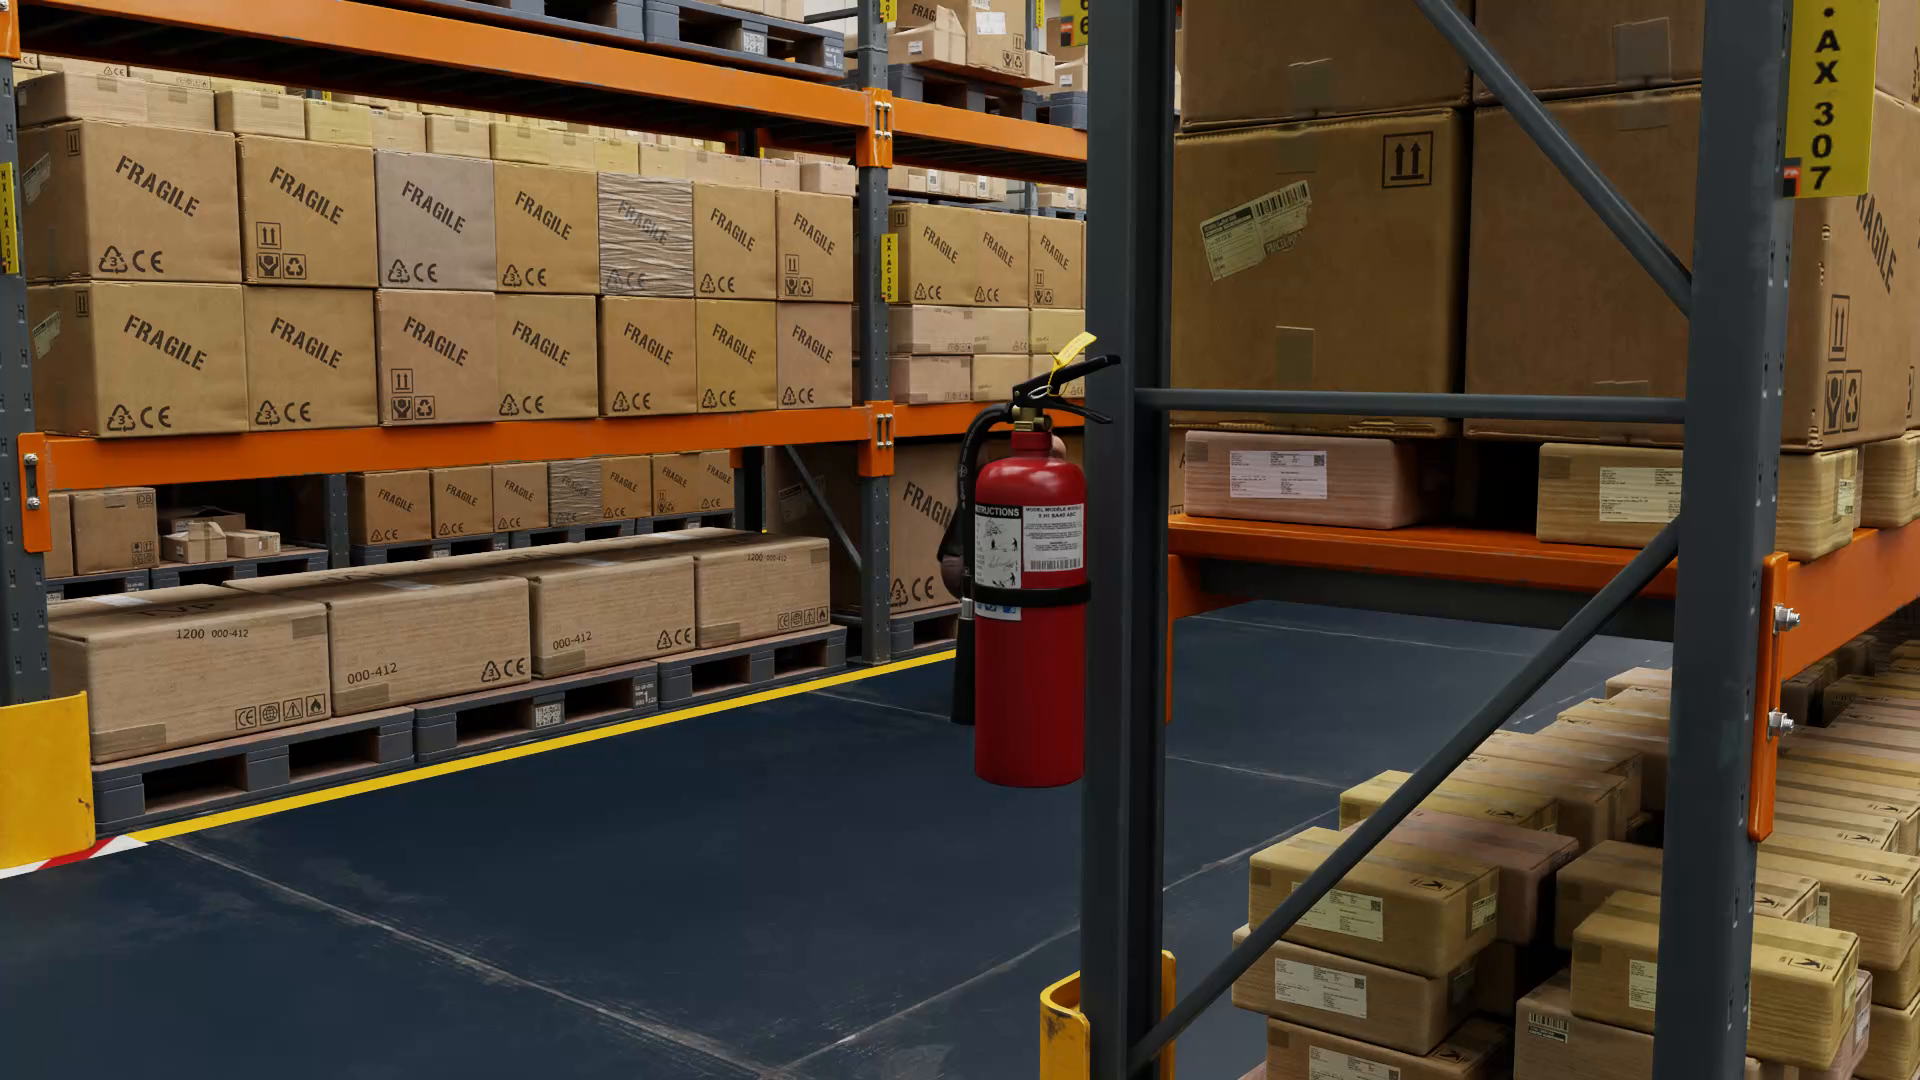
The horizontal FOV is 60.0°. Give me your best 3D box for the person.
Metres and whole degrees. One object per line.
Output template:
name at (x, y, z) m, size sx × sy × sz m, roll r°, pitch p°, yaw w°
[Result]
person at (0.227, 0.133, 7.524) m, size 0.578 × 1.188 × 0.804 m, roll 5°, pitch 8°, yaw 38°
